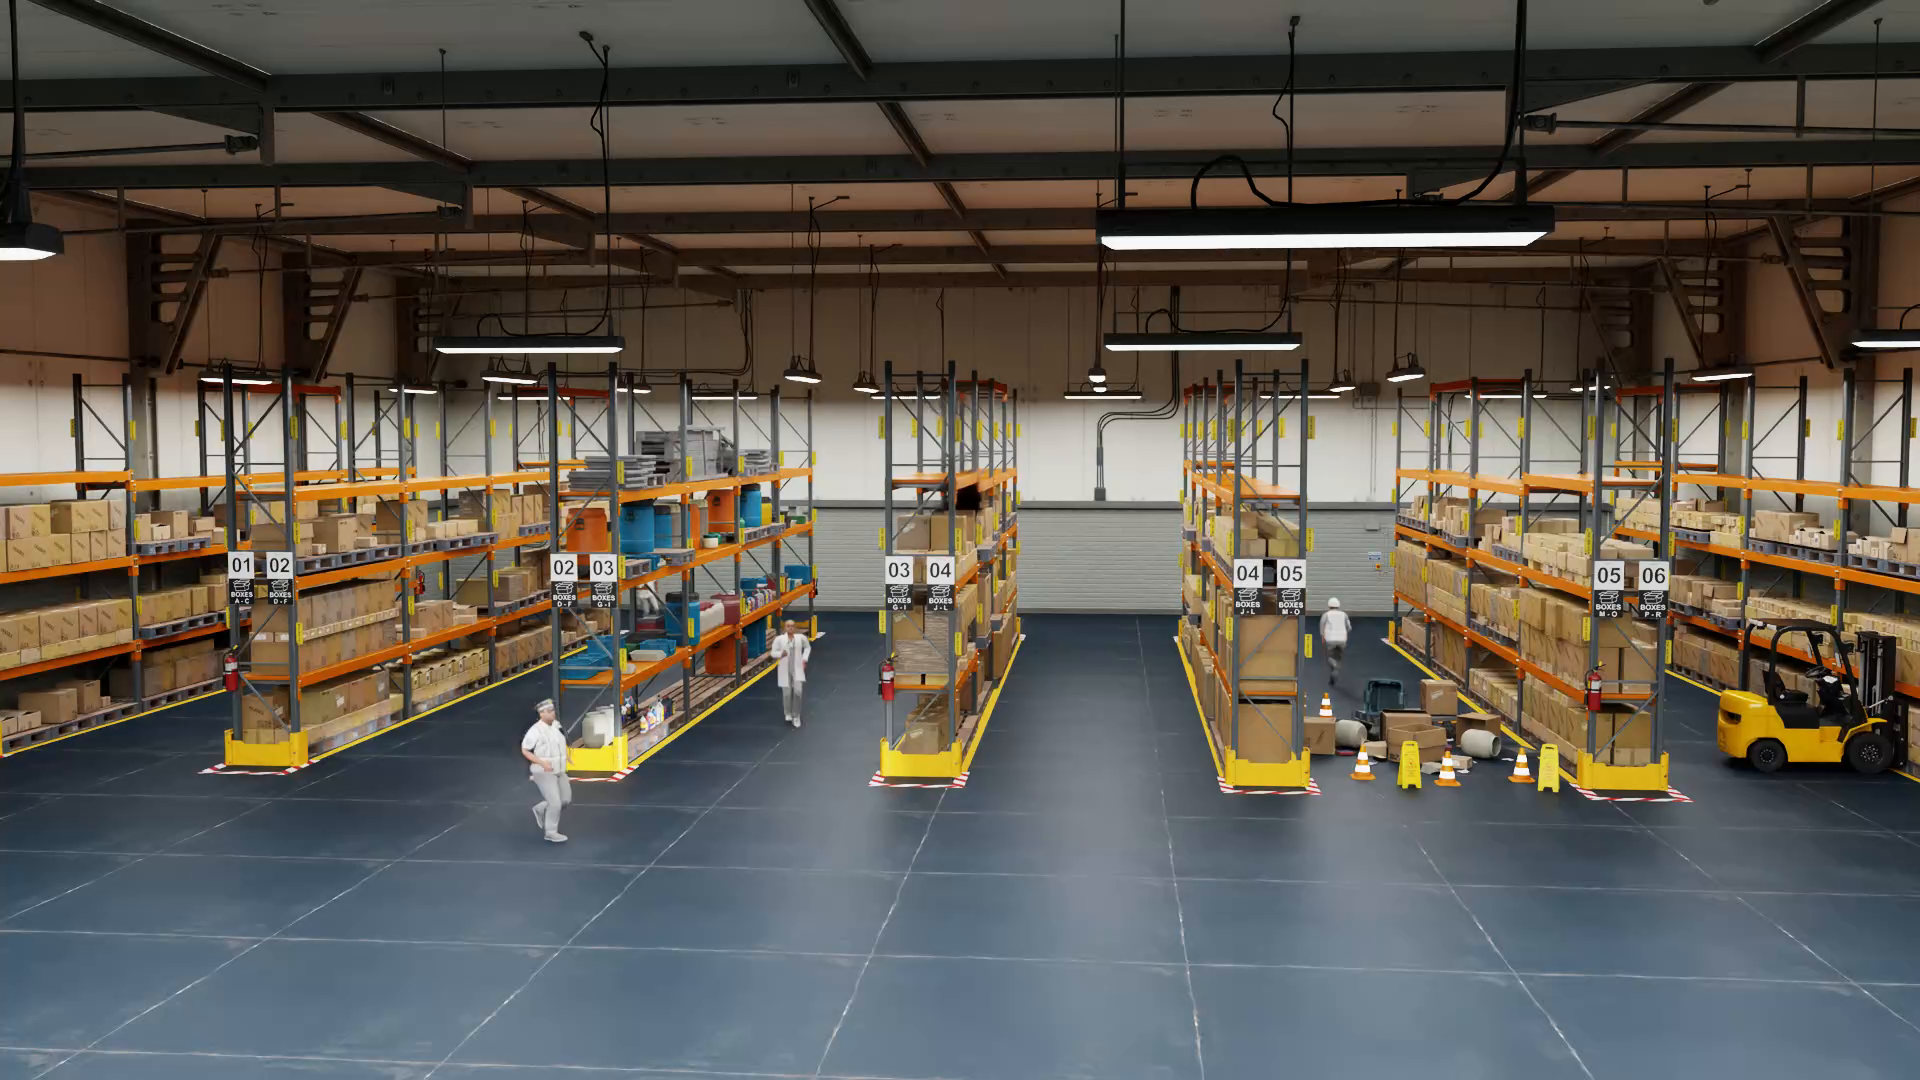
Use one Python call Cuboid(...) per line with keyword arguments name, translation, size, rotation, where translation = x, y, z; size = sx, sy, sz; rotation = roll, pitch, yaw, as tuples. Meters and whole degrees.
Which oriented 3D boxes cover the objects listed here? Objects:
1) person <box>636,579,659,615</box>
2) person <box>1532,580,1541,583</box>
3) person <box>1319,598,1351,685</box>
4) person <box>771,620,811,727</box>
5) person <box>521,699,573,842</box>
Cuboid(name="person", translation=(-7.854, 1.411, 41.611), size=(0.711, 1.735, 0.649), rotation=(-1, 4, -21))
Cuboid(name="person", translation=(12.491, 1.762, 35.867), size=(0.647, 1.847, 0.797), rotation=(0, 4, 3))
Cuboid(name="person", translation=(7.368, 2.005, 32.702), size=(0.646, 1.719, 0.746), rotation=(0, 4, 3))
Cuboid(name="person", translation=(-2.860, 2.270, 28.205), size=(0.684, 1.829, 0.769), rotation=(-1, 4, -8))
Cuboid(name="person", translation=(-5.057, 2.795, 20.330), size=(0.644, 1.733, 0.664), rotation=(2, 4, 30))
